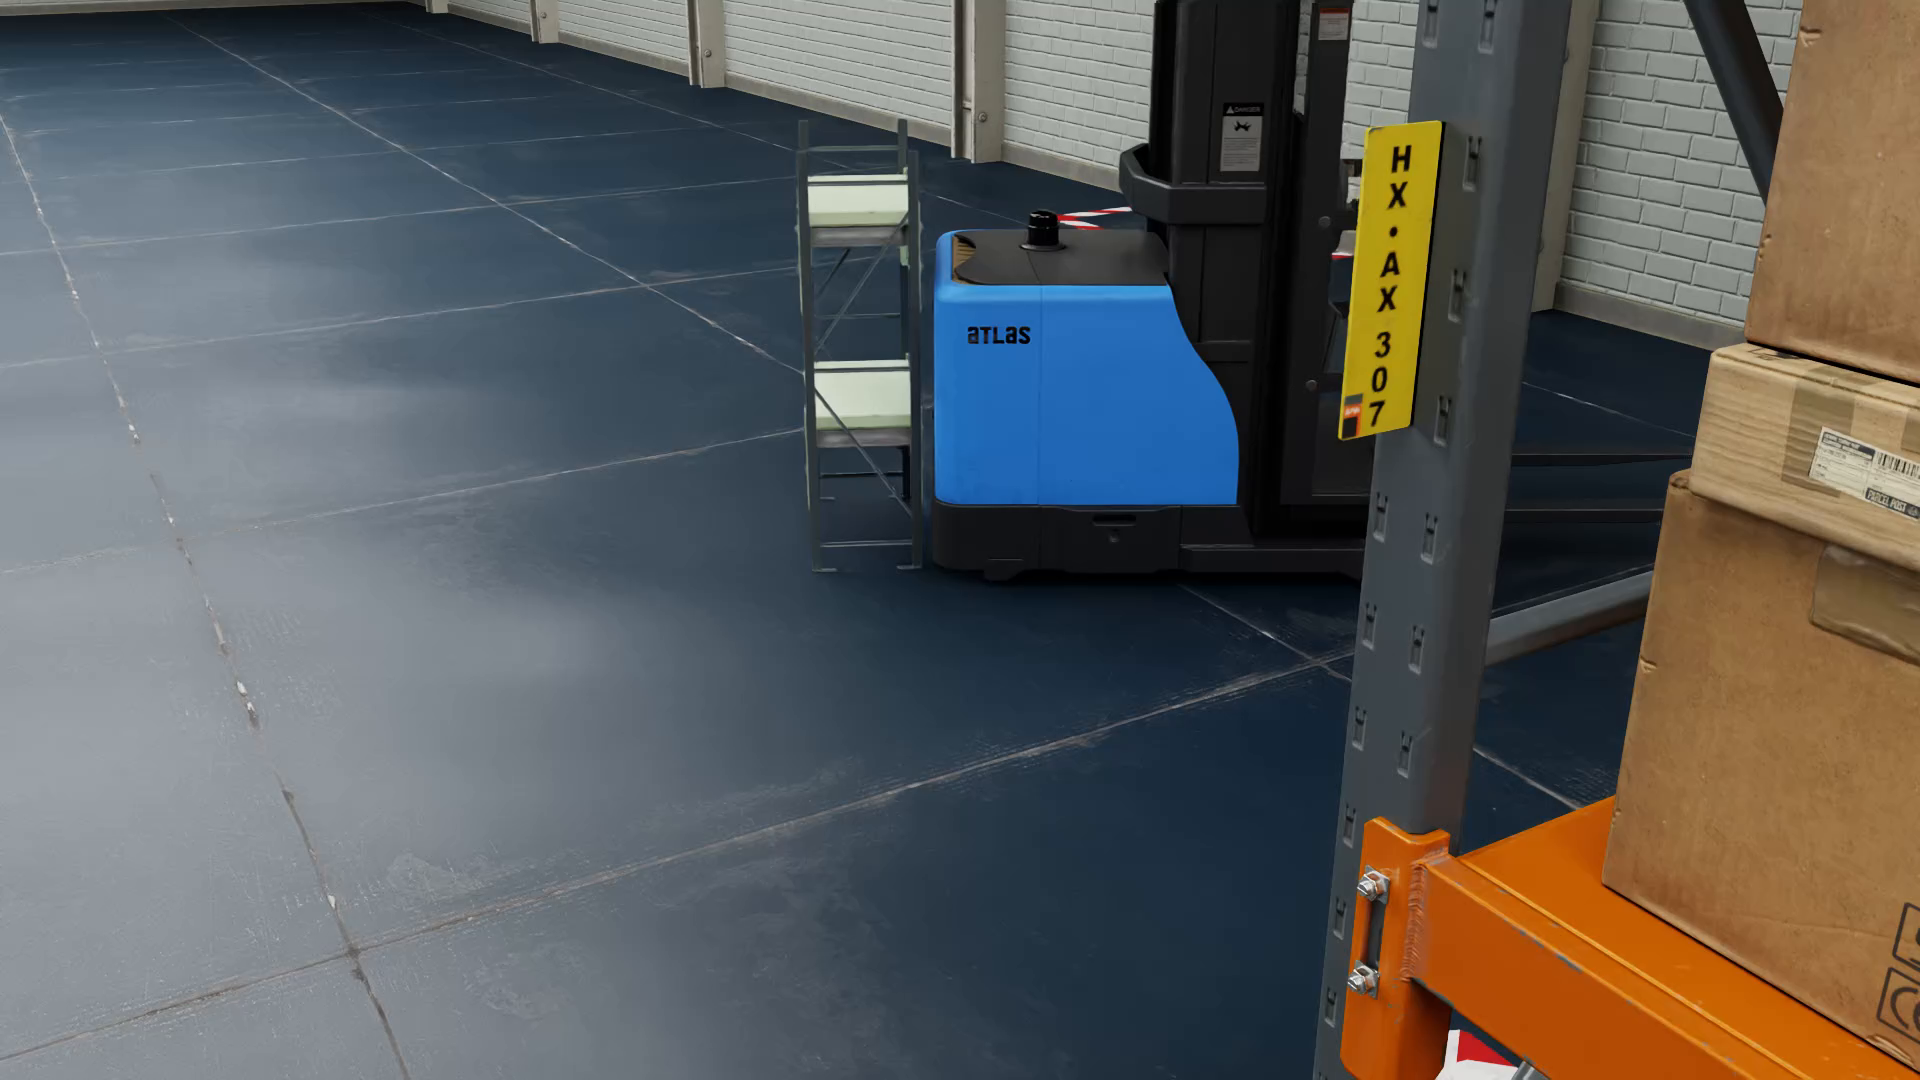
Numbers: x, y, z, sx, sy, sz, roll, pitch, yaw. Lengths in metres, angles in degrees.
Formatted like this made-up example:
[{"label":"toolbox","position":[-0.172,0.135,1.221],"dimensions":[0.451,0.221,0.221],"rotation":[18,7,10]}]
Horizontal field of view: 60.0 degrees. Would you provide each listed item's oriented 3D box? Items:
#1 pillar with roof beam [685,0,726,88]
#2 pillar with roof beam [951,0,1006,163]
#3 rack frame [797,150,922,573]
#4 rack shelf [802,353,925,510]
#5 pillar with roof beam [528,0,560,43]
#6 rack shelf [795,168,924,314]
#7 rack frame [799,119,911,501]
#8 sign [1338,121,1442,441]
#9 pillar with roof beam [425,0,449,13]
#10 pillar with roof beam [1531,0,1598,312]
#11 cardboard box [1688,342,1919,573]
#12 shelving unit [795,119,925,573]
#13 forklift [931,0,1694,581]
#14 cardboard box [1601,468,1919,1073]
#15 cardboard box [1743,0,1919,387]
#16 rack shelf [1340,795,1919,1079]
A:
[{"label":"pillar with roof beam","position":[-6.612,-8.605,15.530],"dimensions":[9.100,9.000,0.400],"rotation":[-13,25,-28]},{"label":"pillar with roof beam","position":[-3.547,-6.662,10.752],"dimensions":[9.100,9.000,0.400],"rotation":[-13,25,-28]},{"label":"rack frame","position":[-0.338,-0.586,5.760],"dimensions":[0.400,1.500,0.023],"rotation":[-2,22,-4]},{"label":"rack shelf","position":[-0.367,-0.421,6.221],"dimensions":[0.431,0.370,0.720],"rotation":[-2,22,-4]},{"label":"pillar with roof beam","position":[-9.677,-10.547,20.309],"dimensions":[9.100,9.000,0.400],"rotation":[-13,25,-28]},{"label":"rack shelf","position":[-0.367,-1.084,5.951],"dimensions":[0.431,0.370,0.720],"rotation":[-2,22,-4]},{"label":"rack frame","position":[-0.396,-0.860,6.436],"dimensions":[0.400,1.500,0.023],"rotation":[-2,22,-4]},{"label":"sign","position":[0.445,-0.266,1.727],"dimensions":[0.100,0.325,0.005],"rotation":[-13,25,-28]},{"label":"pillar with roof beam","position":[-12.742,-12.489,25.087],"dimensions":[9.100,9.000,0.400],"rotation":[-13,25,-28]},{"label":"pillar with roof beam","position":[-0.482,-4.720,5.973],"dimensions":[9.100,9.000,0.400],"rotation":[-13,25,-28]},{"label":"cardboard box","position":[0.941,-0.111,1.607],"dimensions":[0.380,0.149,0.250],"rotation":[-13,25,-29]},{"label":"shelving unit","position":[-0.367,-0.723,6.098],"dimensions":[0.431,1.500,0.755],"rotation":[-2,22,-4]},{"label":"forklift","position":[1.413,-1.385,5.826],"dimensions":[3.031,2.935,1.130],"rotation":[0,22,0]},{"label":"cardboard box","position":[1.153,0.174,1.766],"dimensions":[0.700,0.500,0.500],"rotation":[-13,25,-28]},{"label":"cardboard box","position":[1.180,-0.409,1.480],"dimensions":[0.700,0.500,0.500],"rotation":[-13,25,-28]},{"label":"rack shelf","position":[1.947,1.048,0.705],"dimensions":[1.077,0.370,4.000],"rotation":[-13,25,-28]}]
